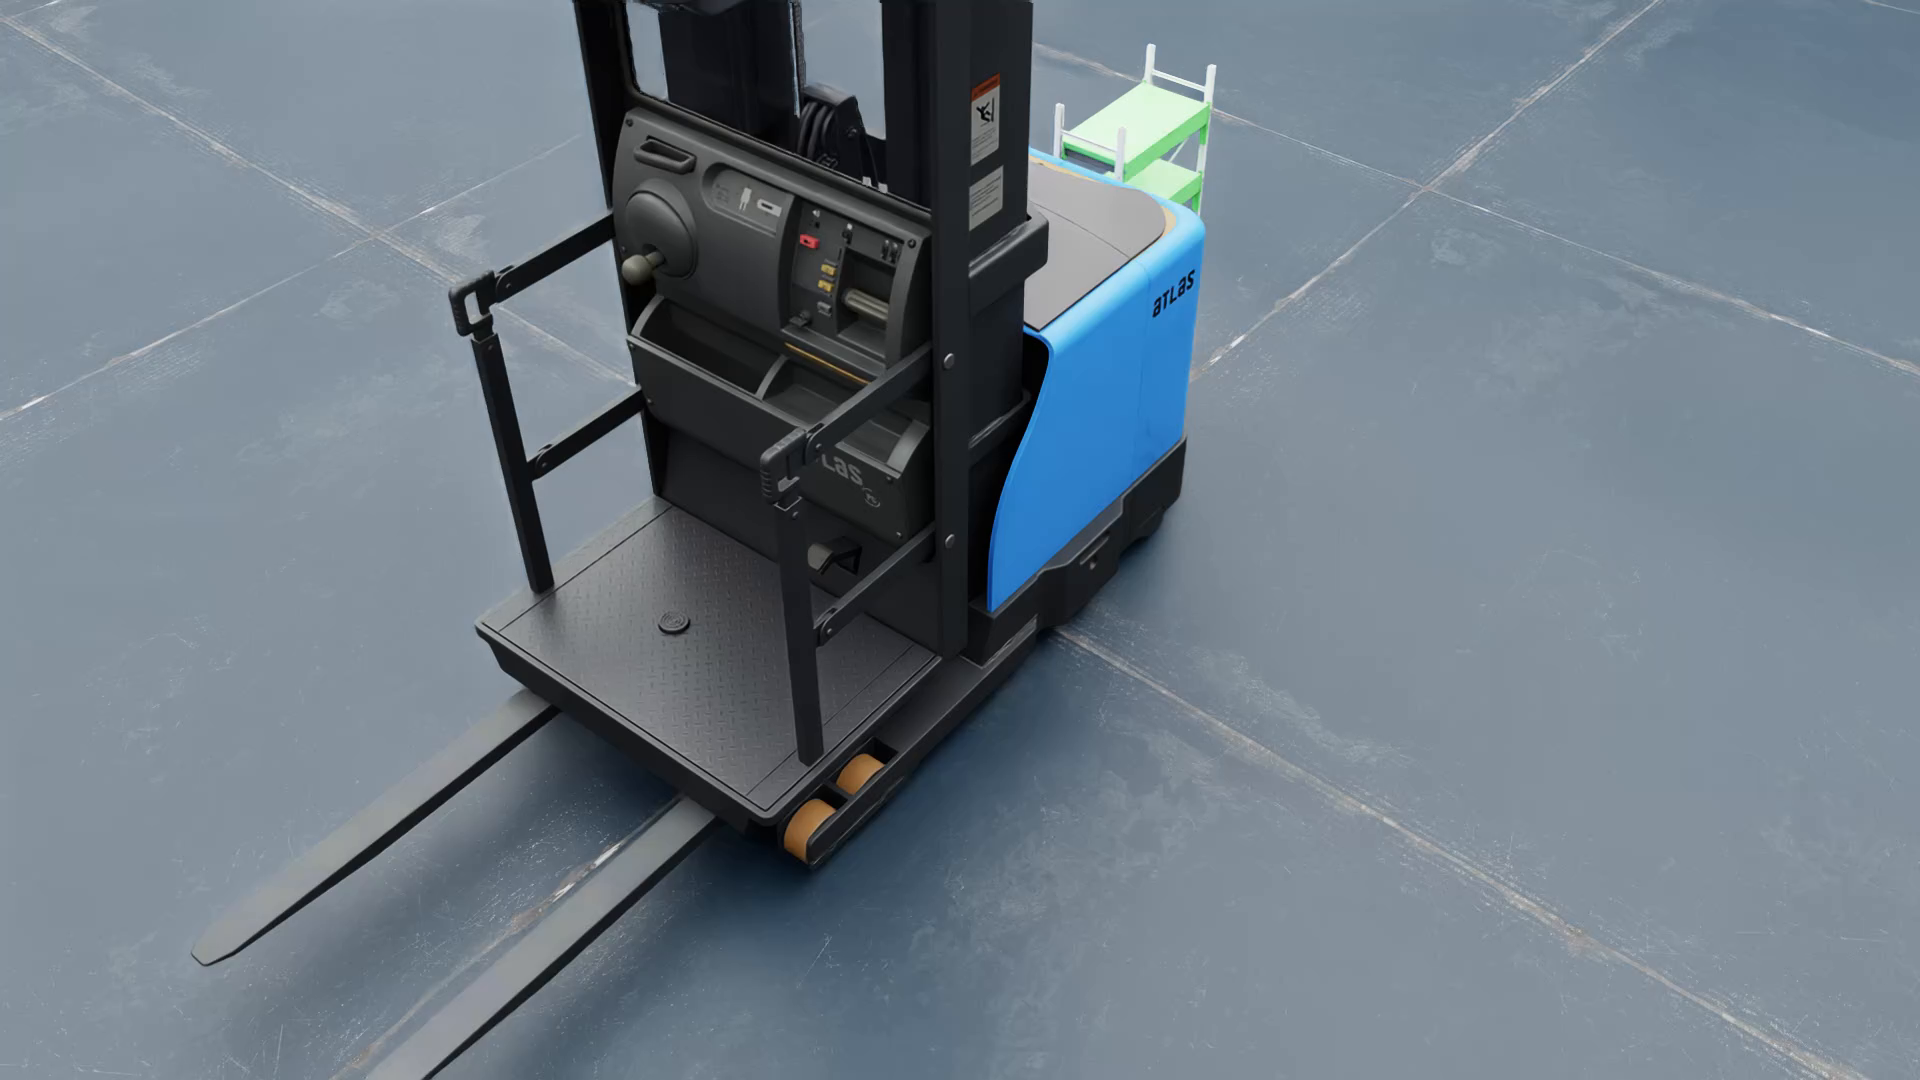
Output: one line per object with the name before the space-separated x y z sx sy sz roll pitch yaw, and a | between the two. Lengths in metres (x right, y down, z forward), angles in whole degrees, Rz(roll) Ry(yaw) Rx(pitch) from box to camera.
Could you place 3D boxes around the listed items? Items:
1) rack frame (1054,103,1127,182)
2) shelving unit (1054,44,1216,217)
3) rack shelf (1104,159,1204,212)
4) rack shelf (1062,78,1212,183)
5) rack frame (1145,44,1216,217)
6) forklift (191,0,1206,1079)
rack frame | 0.379 -0.783 5.220 0.240 1.200 0.015 28 49 27
shelving unit | 0.529 -0.913 5.362 0.258 1.200 0.503 28 49 27
rack shelf | 0.529 -1.043 5.244 0.258 0.148 0.480 28 49 27
rack shelf | 0.529 -1.221 5.082 0.258 0.148 0.480 28 49 27
rack frame | 0.679 -1.042 5.504 0.240 1.200 0.015 28 49 27
forklift | -0.596 -0.625 3.758 1.130 2.935 3.031 28 49 27
